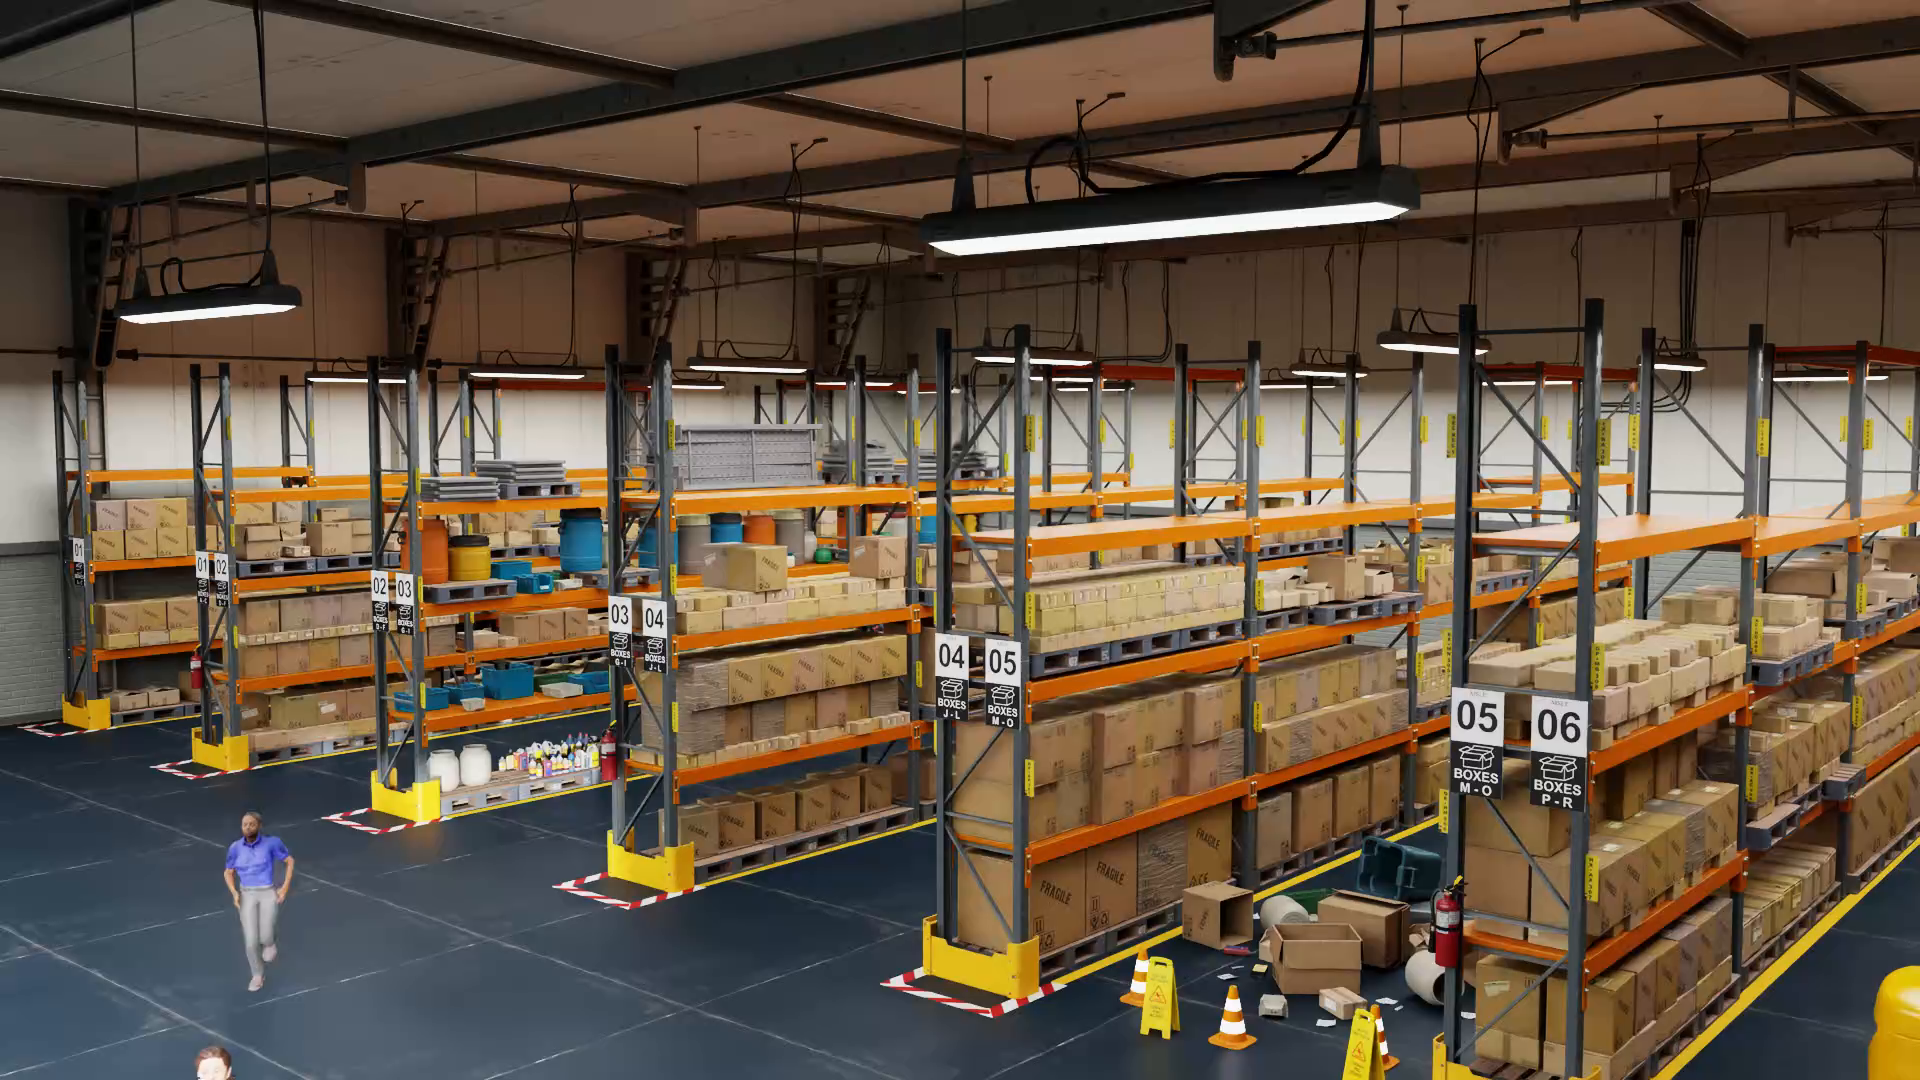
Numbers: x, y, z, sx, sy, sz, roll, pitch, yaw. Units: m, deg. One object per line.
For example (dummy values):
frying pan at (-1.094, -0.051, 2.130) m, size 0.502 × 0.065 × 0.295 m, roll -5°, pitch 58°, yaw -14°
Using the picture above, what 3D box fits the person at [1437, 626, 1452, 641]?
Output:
person at (8.034, 2.309, 27.260) m, size 0.704 × 1.823 × 0.903 m, roll 4°, pitch 6°, yaw 45°

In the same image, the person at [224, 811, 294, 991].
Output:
person at (-6.407, 3.271, 15.206) m, size 0.584 × 1.625 × 0.634 m, roll -1°, pitch 4°, yaw -12°

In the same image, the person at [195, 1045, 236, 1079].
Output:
person at (-4.132, 3.662, 9.235) m, size 0.546 × 1.722 × 0.712 m, roll -1°, pitch 4°, yaw -18°
